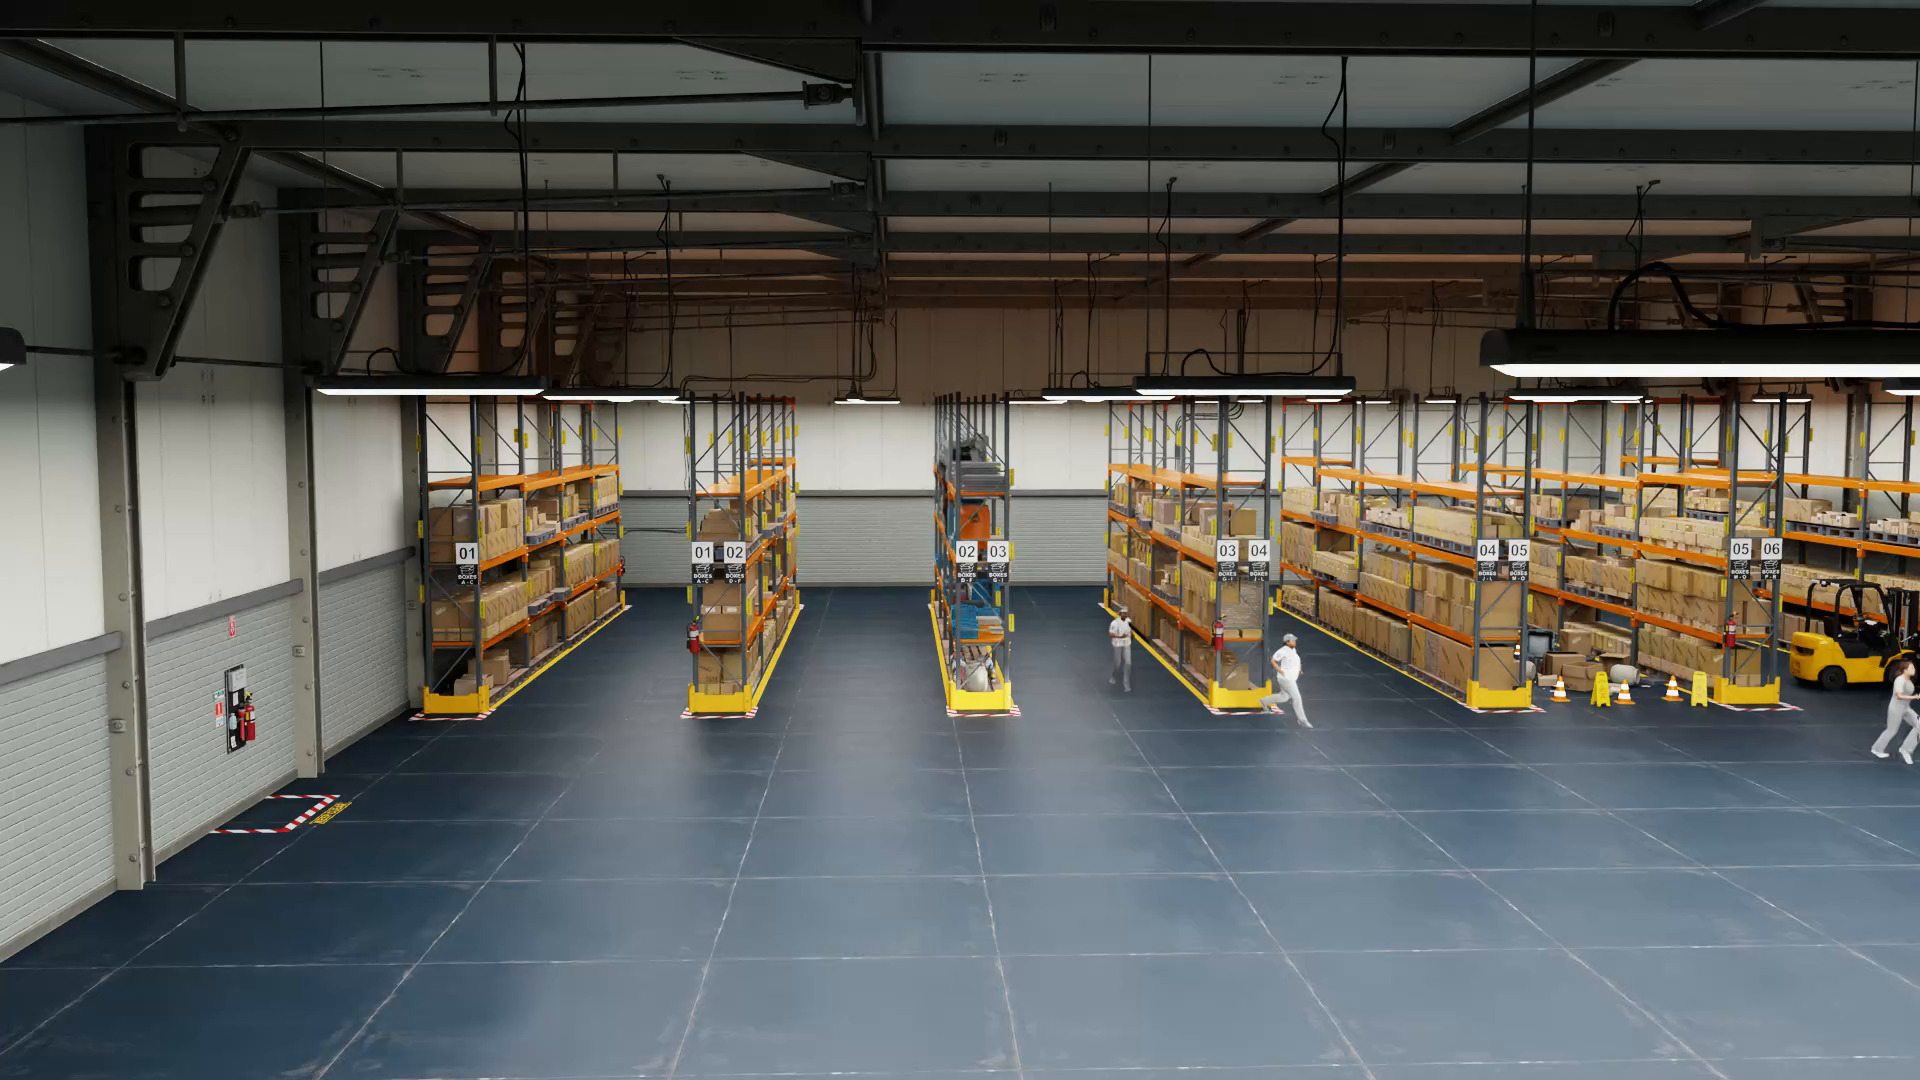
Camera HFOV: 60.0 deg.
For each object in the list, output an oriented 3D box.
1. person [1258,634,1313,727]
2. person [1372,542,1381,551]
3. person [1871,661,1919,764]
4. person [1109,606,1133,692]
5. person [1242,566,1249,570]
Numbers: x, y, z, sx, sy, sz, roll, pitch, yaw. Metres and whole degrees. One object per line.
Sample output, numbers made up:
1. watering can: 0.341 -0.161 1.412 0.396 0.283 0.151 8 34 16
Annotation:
1. person: 5.897 2.523 29.998 1.025 1.685 0.578 2 5 26
2. person: 12.318 0.899 49.276 0.934 1.699 0.616 0 5 2
3. person: 15.090 2.750 26.721 0.588 1.668 0.808 -4 6 -39
4. person: 3.265 2.165 33.809 0.600 1.696 0.926 -2 5 -20
5. person: 8.193 1.034 48.069 0.773 1.767 0.787 4 6 43
